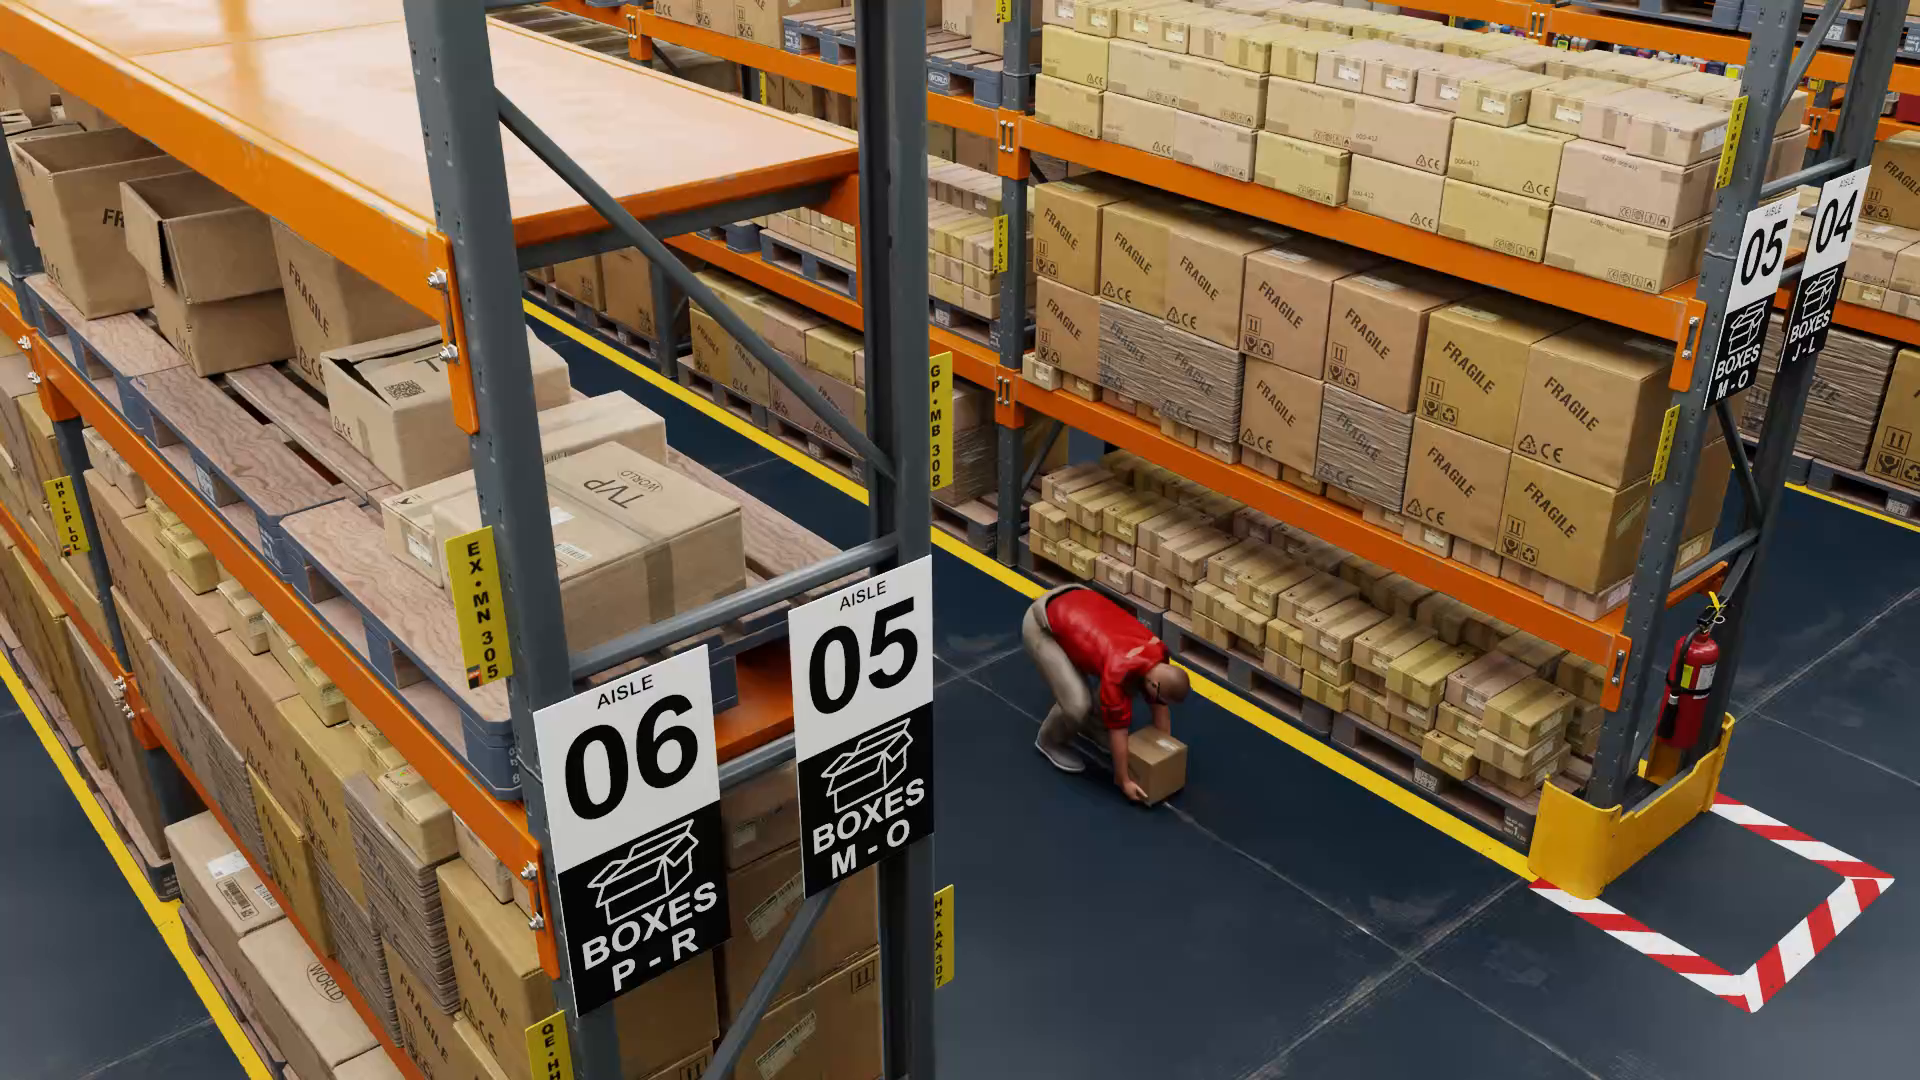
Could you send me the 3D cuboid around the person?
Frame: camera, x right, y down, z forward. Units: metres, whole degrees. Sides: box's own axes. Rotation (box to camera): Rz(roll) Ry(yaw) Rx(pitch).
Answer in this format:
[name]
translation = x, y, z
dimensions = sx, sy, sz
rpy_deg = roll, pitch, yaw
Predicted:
[person]
translation = 0.733, 0.745, 8.288
dimensions = 0.526, 0.908, 0.956
rpy_deg = -24, 36, -38
